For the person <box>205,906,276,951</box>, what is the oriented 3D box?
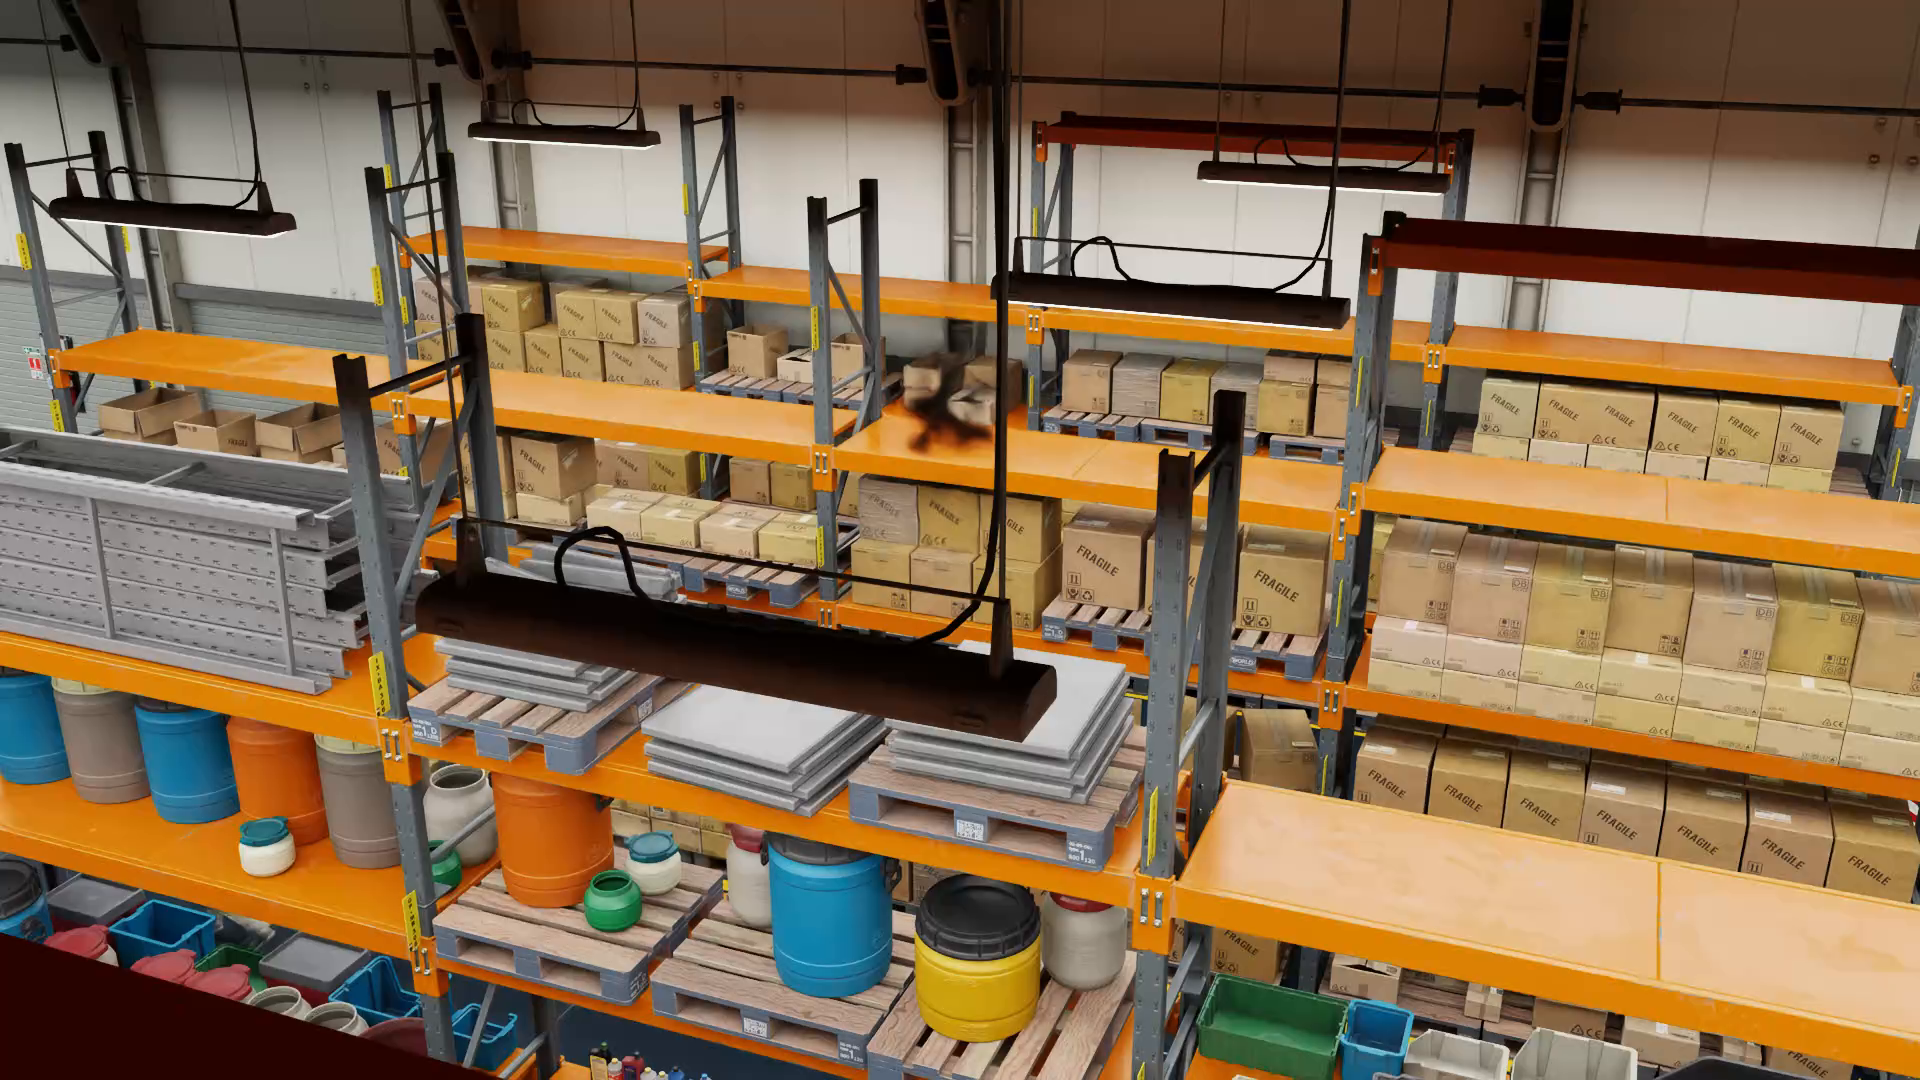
[{"bbox_3d":[-5.950,2.533,13.352,0.940,1.661,0.603,5,21,13],"label":"person"}]
